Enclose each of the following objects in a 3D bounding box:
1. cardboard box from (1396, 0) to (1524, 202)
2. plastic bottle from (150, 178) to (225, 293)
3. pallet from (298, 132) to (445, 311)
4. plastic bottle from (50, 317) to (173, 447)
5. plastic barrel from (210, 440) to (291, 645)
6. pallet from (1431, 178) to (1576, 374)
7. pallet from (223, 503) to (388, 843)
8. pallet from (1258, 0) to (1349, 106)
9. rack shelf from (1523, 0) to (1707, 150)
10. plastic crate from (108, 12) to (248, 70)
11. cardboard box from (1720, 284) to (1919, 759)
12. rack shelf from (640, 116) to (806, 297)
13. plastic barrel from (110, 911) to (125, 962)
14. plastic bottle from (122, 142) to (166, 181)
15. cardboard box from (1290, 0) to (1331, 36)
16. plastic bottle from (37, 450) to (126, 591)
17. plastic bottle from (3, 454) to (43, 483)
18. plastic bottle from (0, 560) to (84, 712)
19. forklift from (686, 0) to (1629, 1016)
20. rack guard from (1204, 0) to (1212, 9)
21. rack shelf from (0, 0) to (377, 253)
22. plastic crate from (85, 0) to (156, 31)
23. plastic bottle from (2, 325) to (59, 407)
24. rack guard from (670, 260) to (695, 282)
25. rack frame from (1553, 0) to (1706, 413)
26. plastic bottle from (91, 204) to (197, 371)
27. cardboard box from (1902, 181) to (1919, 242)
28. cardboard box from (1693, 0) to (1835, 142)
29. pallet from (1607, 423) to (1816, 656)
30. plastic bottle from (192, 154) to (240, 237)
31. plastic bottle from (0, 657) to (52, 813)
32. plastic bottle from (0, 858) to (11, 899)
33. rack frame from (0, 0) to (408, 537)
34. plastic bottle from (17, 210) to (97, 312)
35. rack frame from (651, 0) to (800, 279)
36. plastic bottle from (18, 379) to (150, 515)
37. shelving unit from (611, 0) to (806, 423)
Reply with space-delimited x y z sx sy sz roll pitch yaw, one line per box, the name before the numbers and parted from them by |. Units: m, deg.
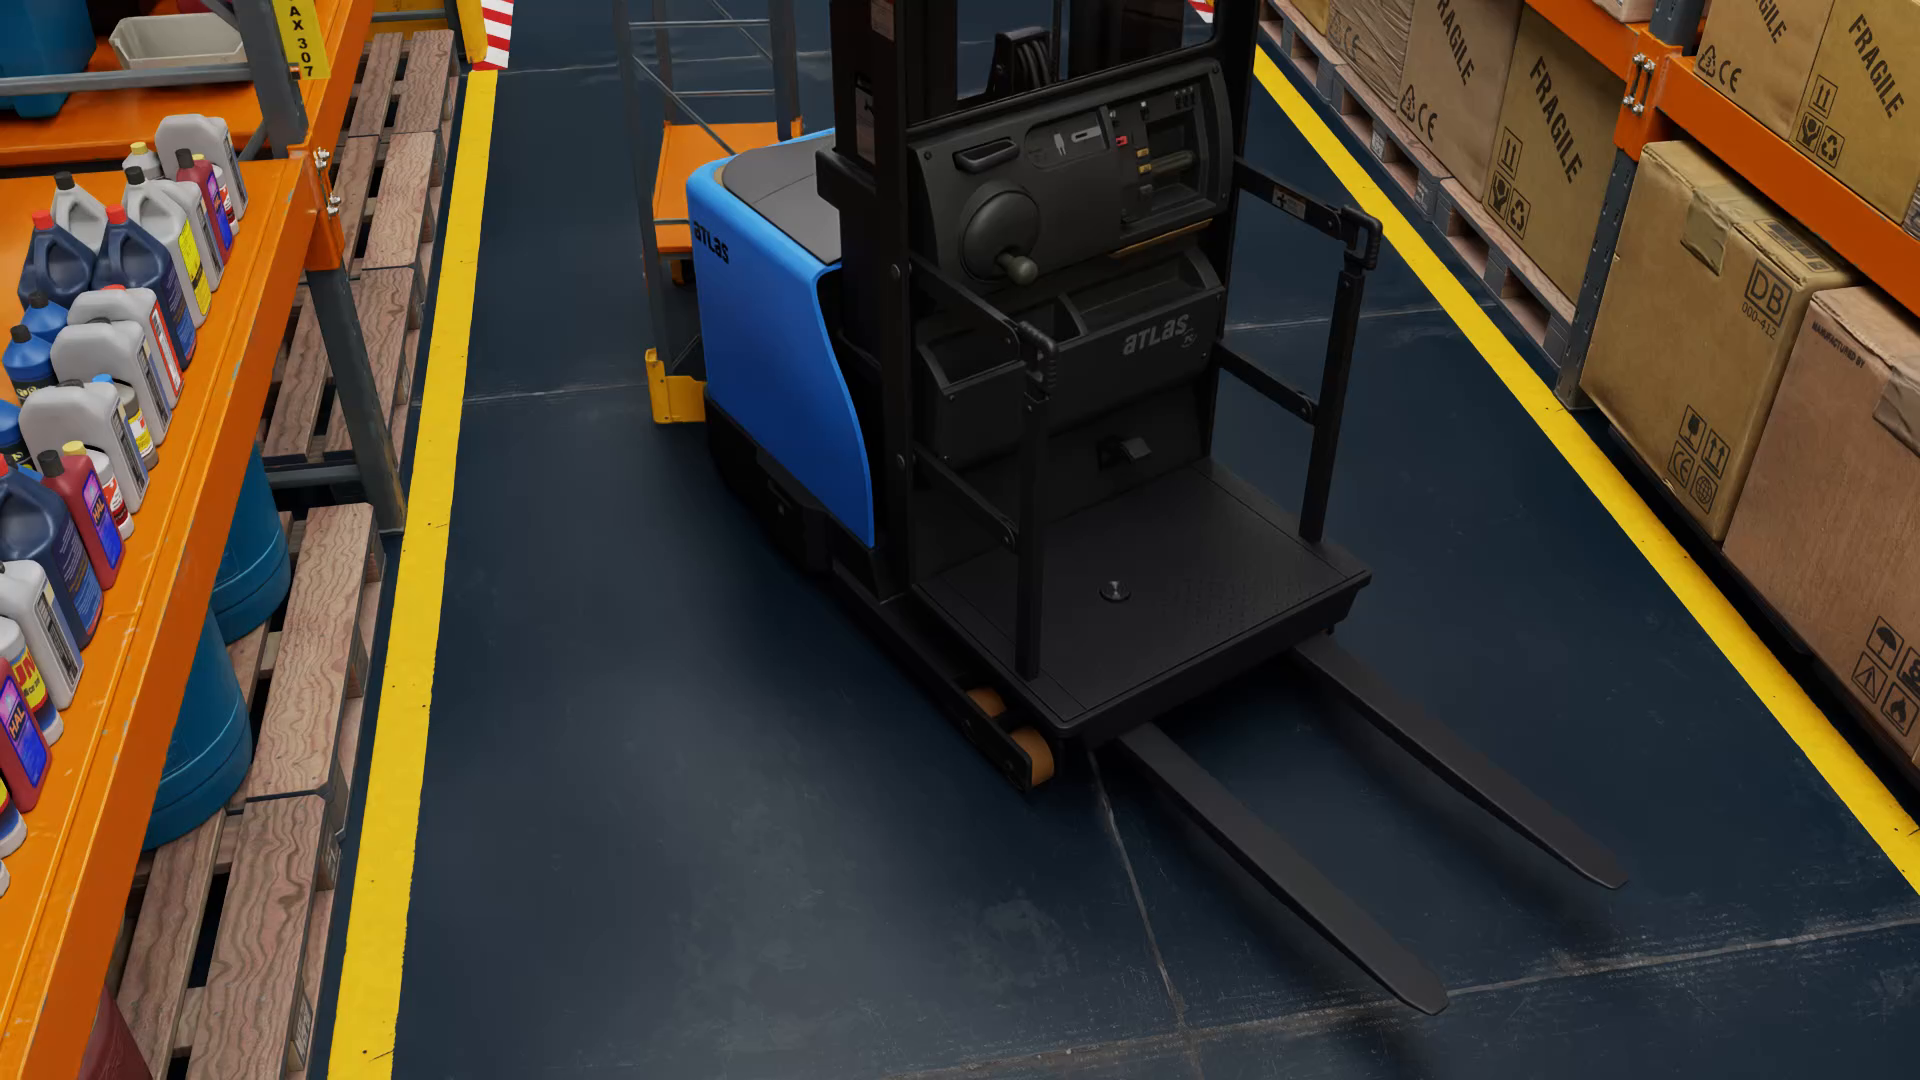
cardboard box | 2.417 -1.997 6.765 0.875 0.875 0.875 -6 38 -8
plastic bottle | -1.813 -0.714 3.825 0.152 0.276 0.135 -6 38 -8
pallet | -2.649 -1.264 6.705 1.003 0.211 1.213 -6 38 -8
plastic bottle | -1.701 -0.328 3.328 0.152 0.276 0.135 -6 38 -8
plastic barrel | -2.186 -0.194 4.422 0.600 0.901 0.708 -6 38 -8
pallet | 2.556 -1.086 6.476 1.003 0.211 1.213 -6 38 -8
pallet | -2.170 0.385 4.582 1.003 0.211 1.213 -6 38 -8
pallet | 2.128 -2.560 8.373 1.003 0.211 1.213 -6 38 -8
rack shelf | 2.261 -2.643 6.794 1.077 0.370 4.000 -6 38 -8
plastic crate | -2.205 -1.403 4.777 0.396 0.136 0.243 -6 38 -8
cardboard box | 2.901 -0.122 4.352 1.225 0.875 0.875 -7 38 -10
rack shelf | -0.811 -1.194 5.858 0.538 0.185 1.000 -2 38 -3
plastic barrel | -2.051 0.739 3.540 0.421 0.512 0.421 0 38 0
plastic bottle | -1.997 -0.880 4.100 0.097 0.201 0.097 0 38 0
cardboard box | 2.102 -3.084 8.165 0.875 0.875 0.875 -6 38 -8
plastic bottle | -1.575 -0.056 2.972 0.061 0.283 0.133 -6 38 -8
plastic bottle | -1.650 -0.032 2.951 0.097 0.271 0.097 0 38 0
plastic bottle | -1.564 0.144 2.720 0.152 0.276 0.135 -6 38 -8
forklift | 0.423 -0.838 3.940 1.130 2.935 3.031 -23 43 -27
rack guard | 1.906 -3.163 8.914 1.175 0.500 0.348 -6 38 -8
rack shelf | -2.615 -2.111 6.108 1.077 0.370 4.000 -6 38 -8
plastic crate | -2.725 -1.749 5.232 0.437 0.125 0.590 -6 38 -8
plastic bottle | -1.821 -0.301 3.298 0.097 0.271 0.097 0 38 0
rack guard | -0.846 -1.153 6.530 0.587 0.250 0.087 -2 38 -3
rack frame | 2.612 -1.720 5.018 1.000 3.000 0.127 -6 38 -8
plastic bottle | -1.749 -0.536 3.535 0.144 0.351 0.185 -6 38 -8
cardboard box | 2.623 -0.848 3.816 0.500 0.500 0.500 -7 38 -9
cardboard box | 2.446 -1.454 4.595 0.500 0.500 0.500 -6 38 -8
pallet | 2.821 -0.160 5.284 1.003 0.211 1.213 -6 38 -8
plastic bottle | -1.830 -0.838 4.046 0.097 0.201 0.097 0 38 0
plastic bottle | -1.478 0.276 2.544 0.061 0.283 0.133 -6 38 -8
plastic bottle | -1.459 0.412 2.380 0.097 0.271 0.097 0 38 0
rack frame | -2.264 -1.187 4.333 1.000 3.000 0.127 -6 38 -8
plastic bottle | -1.891 -0.520 3.515 0.144 0.351 0.185 -6 38 -8
rack frame | -0.846 -1.647 6.148 0.500 1.500 0.032 -2 38 -3
plastic bottle | -1.660 -0.188 3.148 0.152 0.276 0.135 -6 38 -8
shelving unit | -0.811 -1.342 5.755 0.587 1.500 1.083 -2 38 -3
